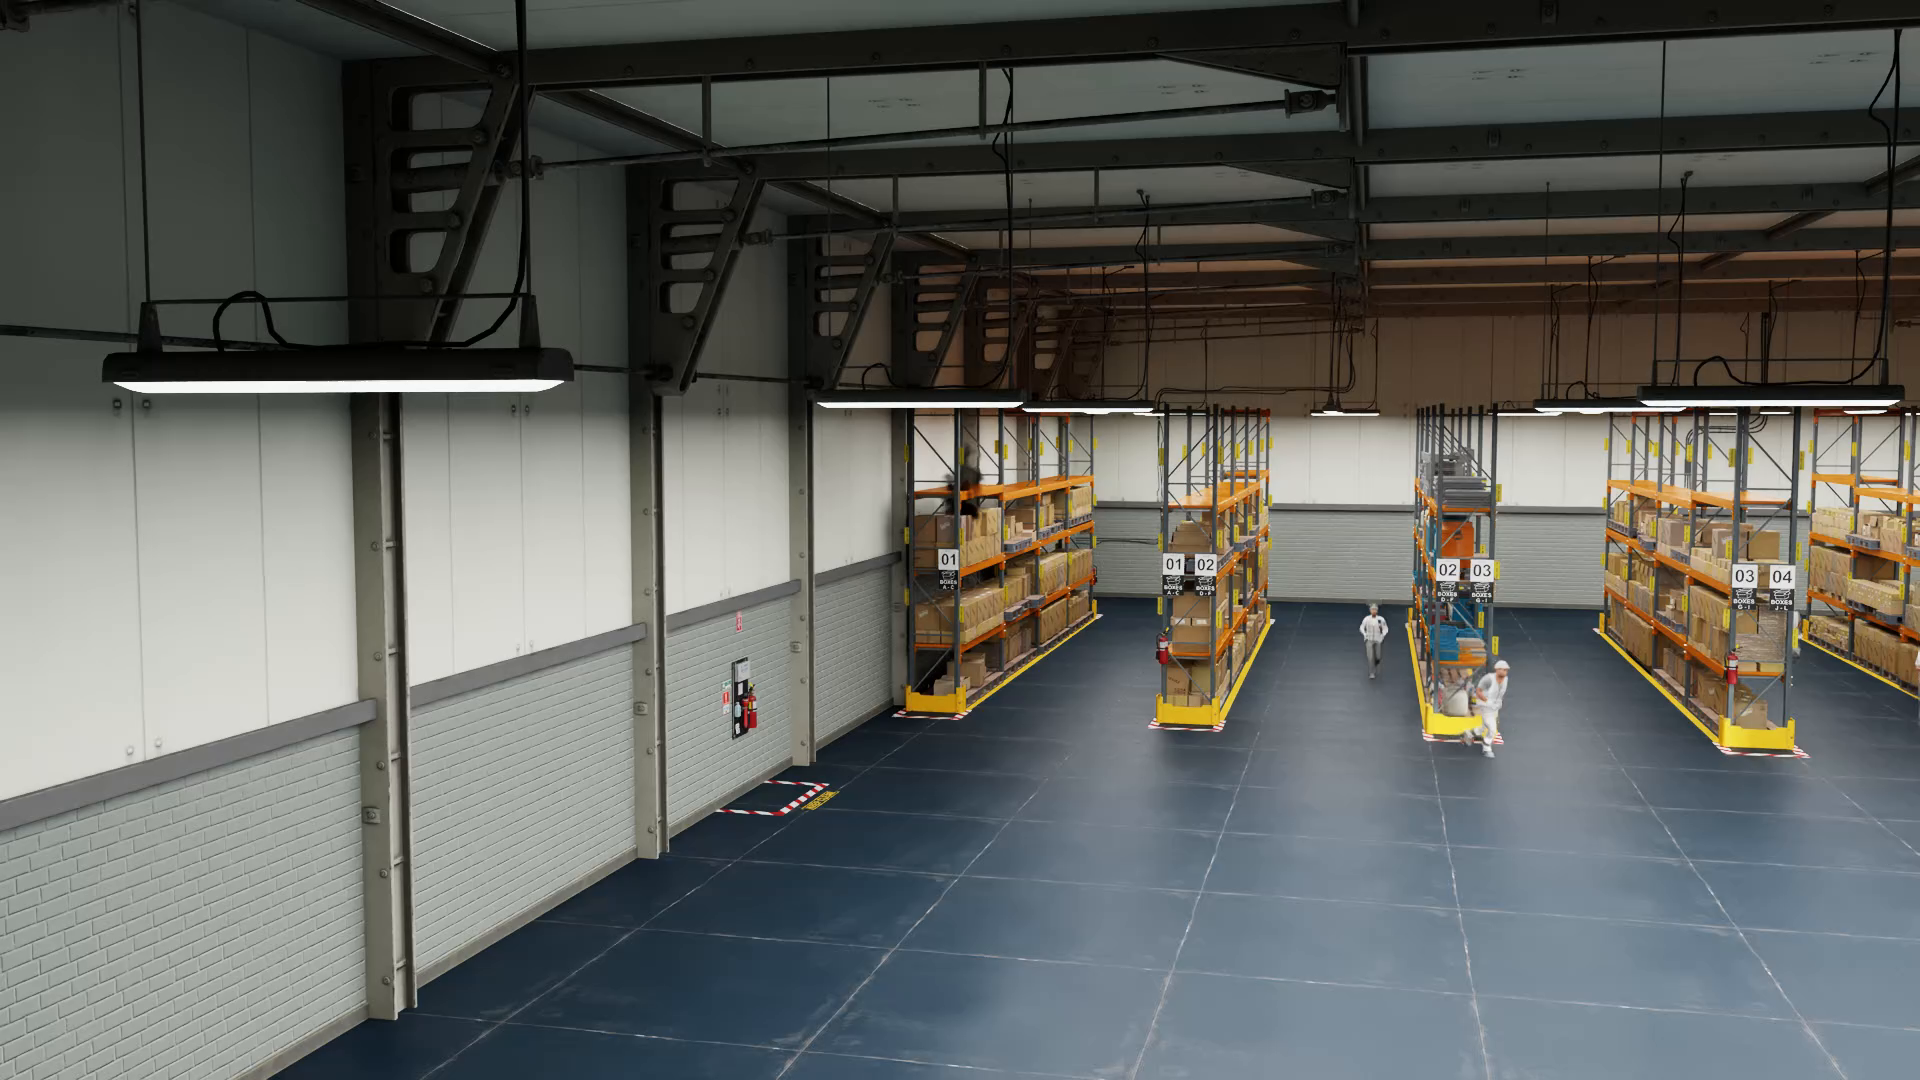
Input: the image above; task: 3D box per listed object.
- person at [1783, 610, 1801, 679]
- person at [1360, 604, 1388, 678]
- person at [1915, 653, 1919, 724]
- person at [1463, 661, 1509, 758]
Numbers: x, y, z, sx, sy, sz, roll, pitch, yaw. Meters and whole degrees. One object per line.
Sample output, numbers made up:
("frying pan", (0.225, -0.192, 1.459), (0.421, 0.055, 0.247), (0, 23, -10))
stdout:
("person", (18.272, 2.173, 36.644), (0.660, 1.776, 0.641), (1, 4, 8))
("person", (9.137, 2.223, 36.735), (0.612, 1.648, 0.551), (1, 4, 13))
("person", (17.727, 2.638, 30.275), (0.640, 1.845, 0.755), (1, 4, 13))
("person", (8.962, 2.848, 28.299), (0.638, 1.688, 0.953), (-2, 5, -29))
